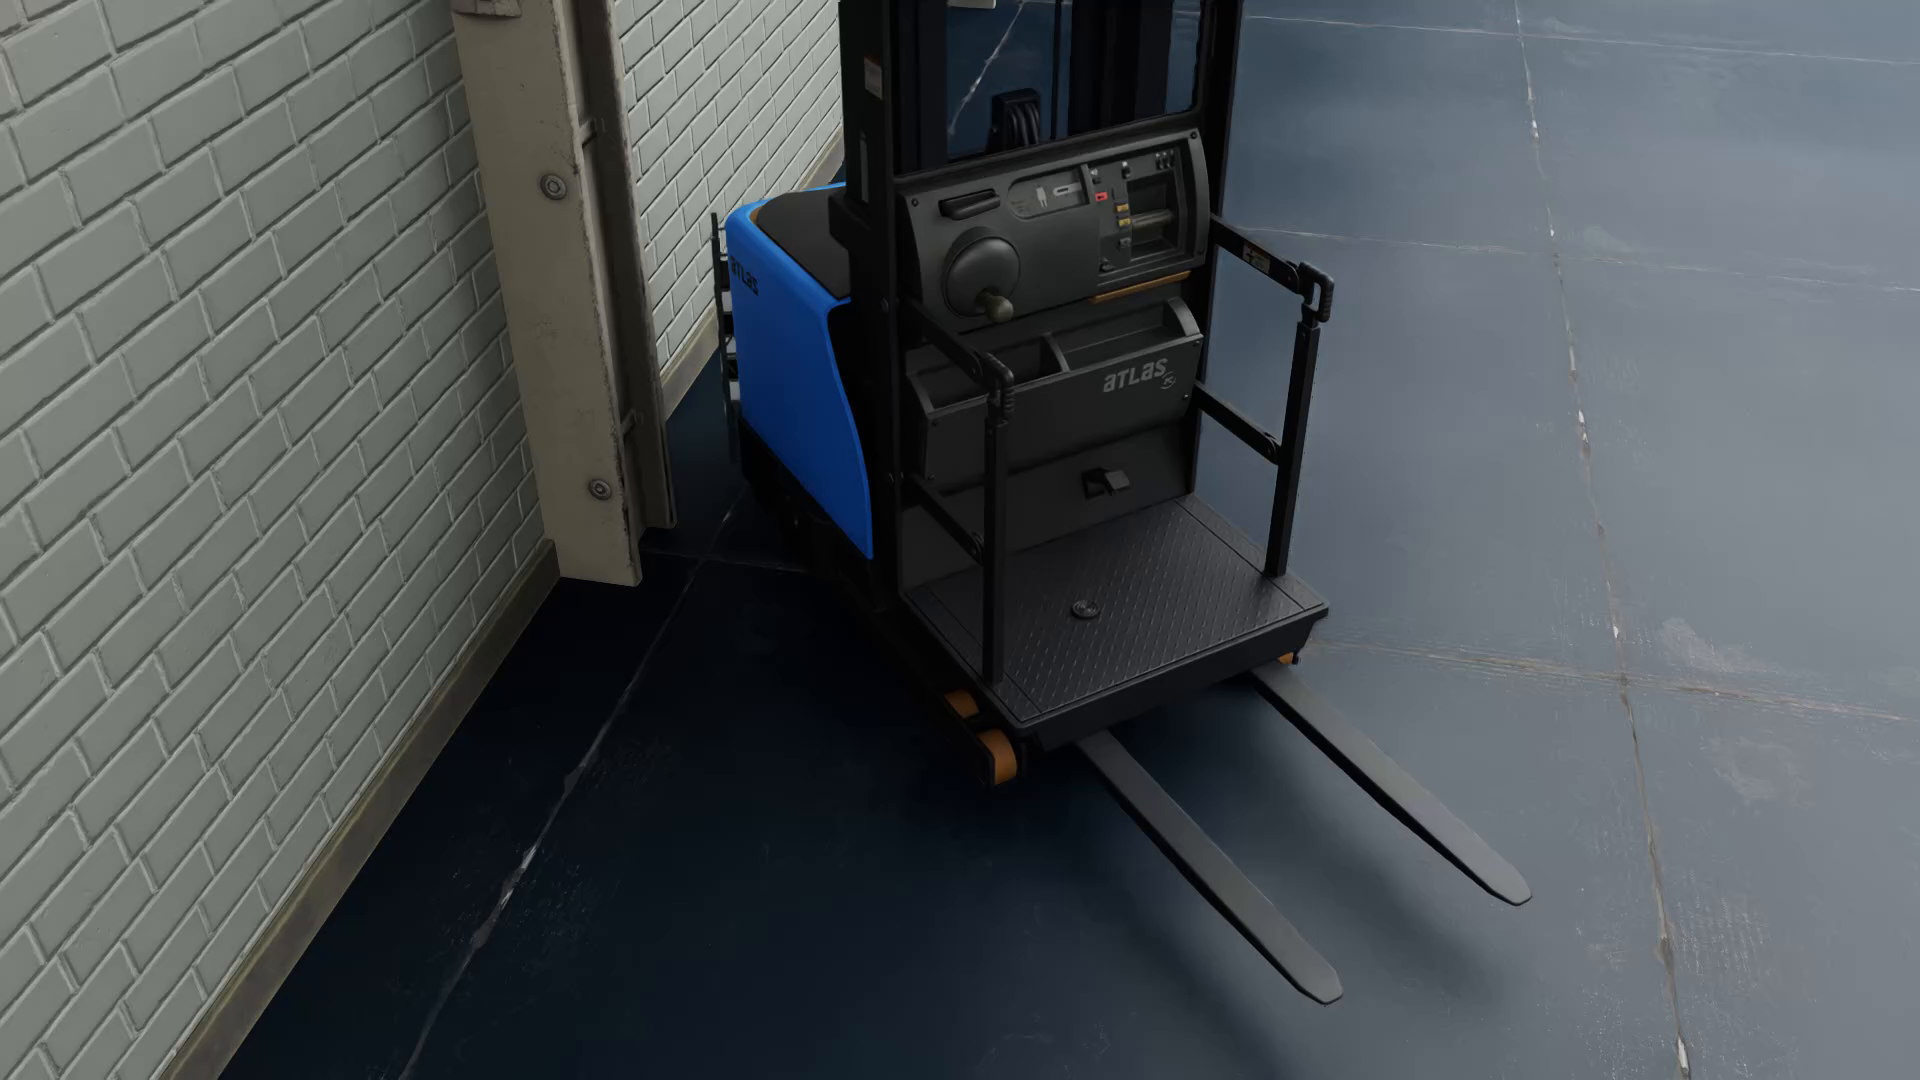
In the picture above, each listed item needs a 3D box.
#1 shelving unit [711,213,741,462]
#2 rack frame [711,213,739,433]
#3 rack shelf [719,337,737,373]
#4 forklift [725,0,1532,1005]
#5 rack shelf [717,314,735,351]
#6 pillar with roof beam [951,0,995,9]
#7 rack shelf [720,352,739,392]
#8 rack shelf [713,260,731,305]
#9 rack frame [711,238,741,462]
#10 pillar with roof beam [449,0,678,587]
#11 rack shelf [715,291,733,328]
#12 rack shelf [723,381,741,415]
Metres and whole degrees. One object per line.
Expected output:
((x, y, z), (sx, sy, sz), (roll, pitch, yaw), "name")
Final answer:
((-0.738, -0.720, 5.975), (0.258, 0.900, 0.210), (-4, 36, -6), "shelving unit")
((-0.750, -0.779, 6.057), (0.240, 0.900, 0.006), (-4, 36, -6), "rack frame")
((-0.738, -0.693, 5.995), (0.258, 0.077, 0.200), (-4, 36, -6), "rack shelf")
((0.387, -0.791, 4.343), (1.130, 2.935, 3.031), (-19, 40, -24), "forklift")
((-0.738, -0.766, 5.942), (0.258, 0.077, 0.200), (-4, 36, -6), "rack shelf")
((4.304, -6.521, 7.080), (9.100, 9.000, 0.400), (7, 37, 10), "pillar with roof beam")
((-0.739, -0.620, 6.047), (0.258, 0.077, 0.200), (-4, 36, -6), "rack shelf")
((-0.736, -0.912, 5.836), (0.258, 0.077, 0.200), (-4, 36, -6), "rack shelf")
((-0.726, -0.661, 5.893), (0.240, 0.900, 0.006), (-4, 36, -6), "rack frame")
((3.022, -3.082, 2.334), (9.100, 9.000, 0.400), (7, 37, 10), "pillar with roof beam")
((-0.737, -0.839, 5.889), (0.258, 0.077, 0.200), (-4, 36, -6), "rack shelf")
((-0.740, -0.547, 6.100), (0.258, 0.077, 0.200), (-4, 36, -6), "rack shelf")
